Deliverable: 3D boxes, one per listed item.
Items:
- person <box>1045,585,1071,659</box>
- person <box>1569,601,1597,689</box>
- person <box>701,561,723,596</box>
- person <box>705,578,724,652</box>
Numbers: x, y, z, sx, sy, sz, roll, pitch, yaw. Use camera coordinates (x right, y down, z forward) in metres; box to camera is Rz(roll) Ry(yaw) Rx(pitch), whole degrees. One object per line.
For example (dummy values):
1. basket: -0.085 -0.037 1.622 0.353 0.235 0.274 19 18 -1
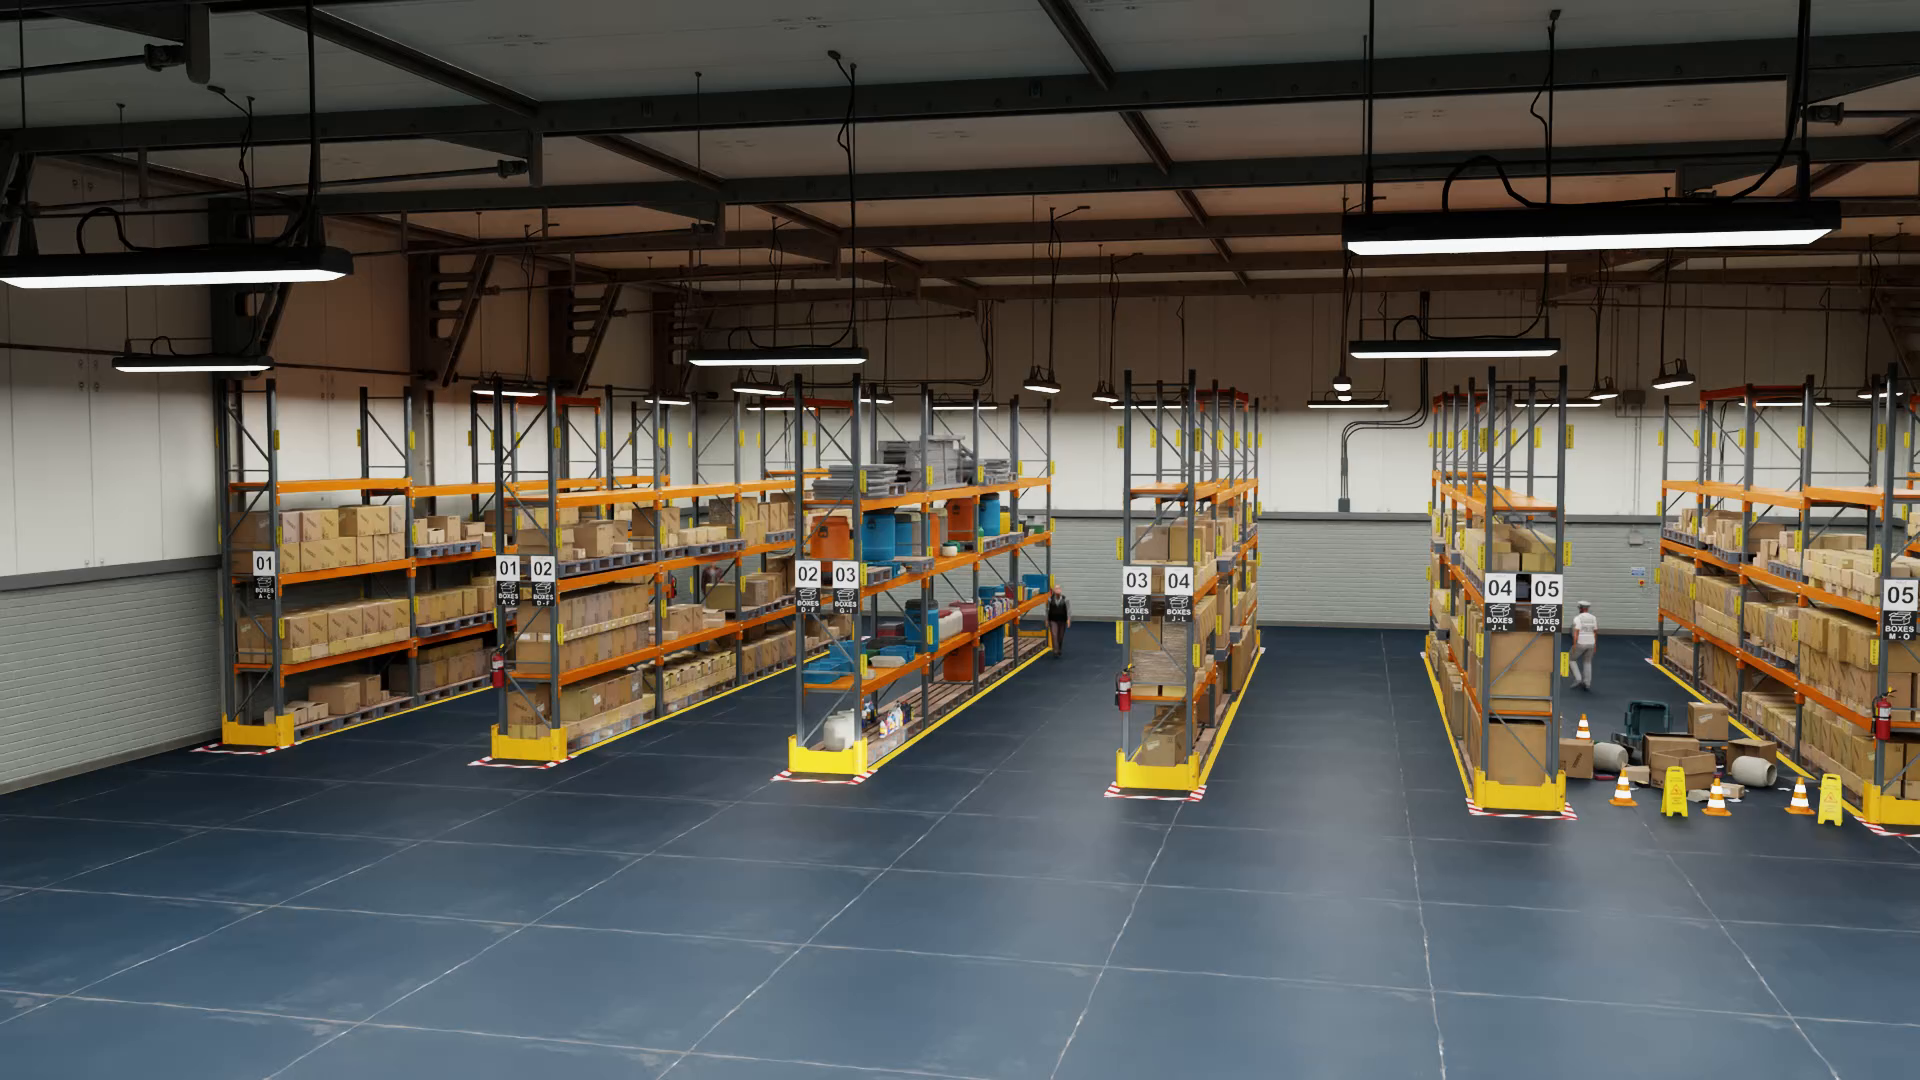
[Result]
1. person: 2.264 1.867 38.148 0.571 1.661 1.078 0 3 -5
2. person: 12.562 2.121 33.516 0.574 1.787 0.421 -1 4 -14
3. person: -6.850 1.352 46.044 0.629 1.708 1.191 -1 4 -13
4. person: -5.697 1.752 39.334 0.664 1.717 1.114 1 3 9
